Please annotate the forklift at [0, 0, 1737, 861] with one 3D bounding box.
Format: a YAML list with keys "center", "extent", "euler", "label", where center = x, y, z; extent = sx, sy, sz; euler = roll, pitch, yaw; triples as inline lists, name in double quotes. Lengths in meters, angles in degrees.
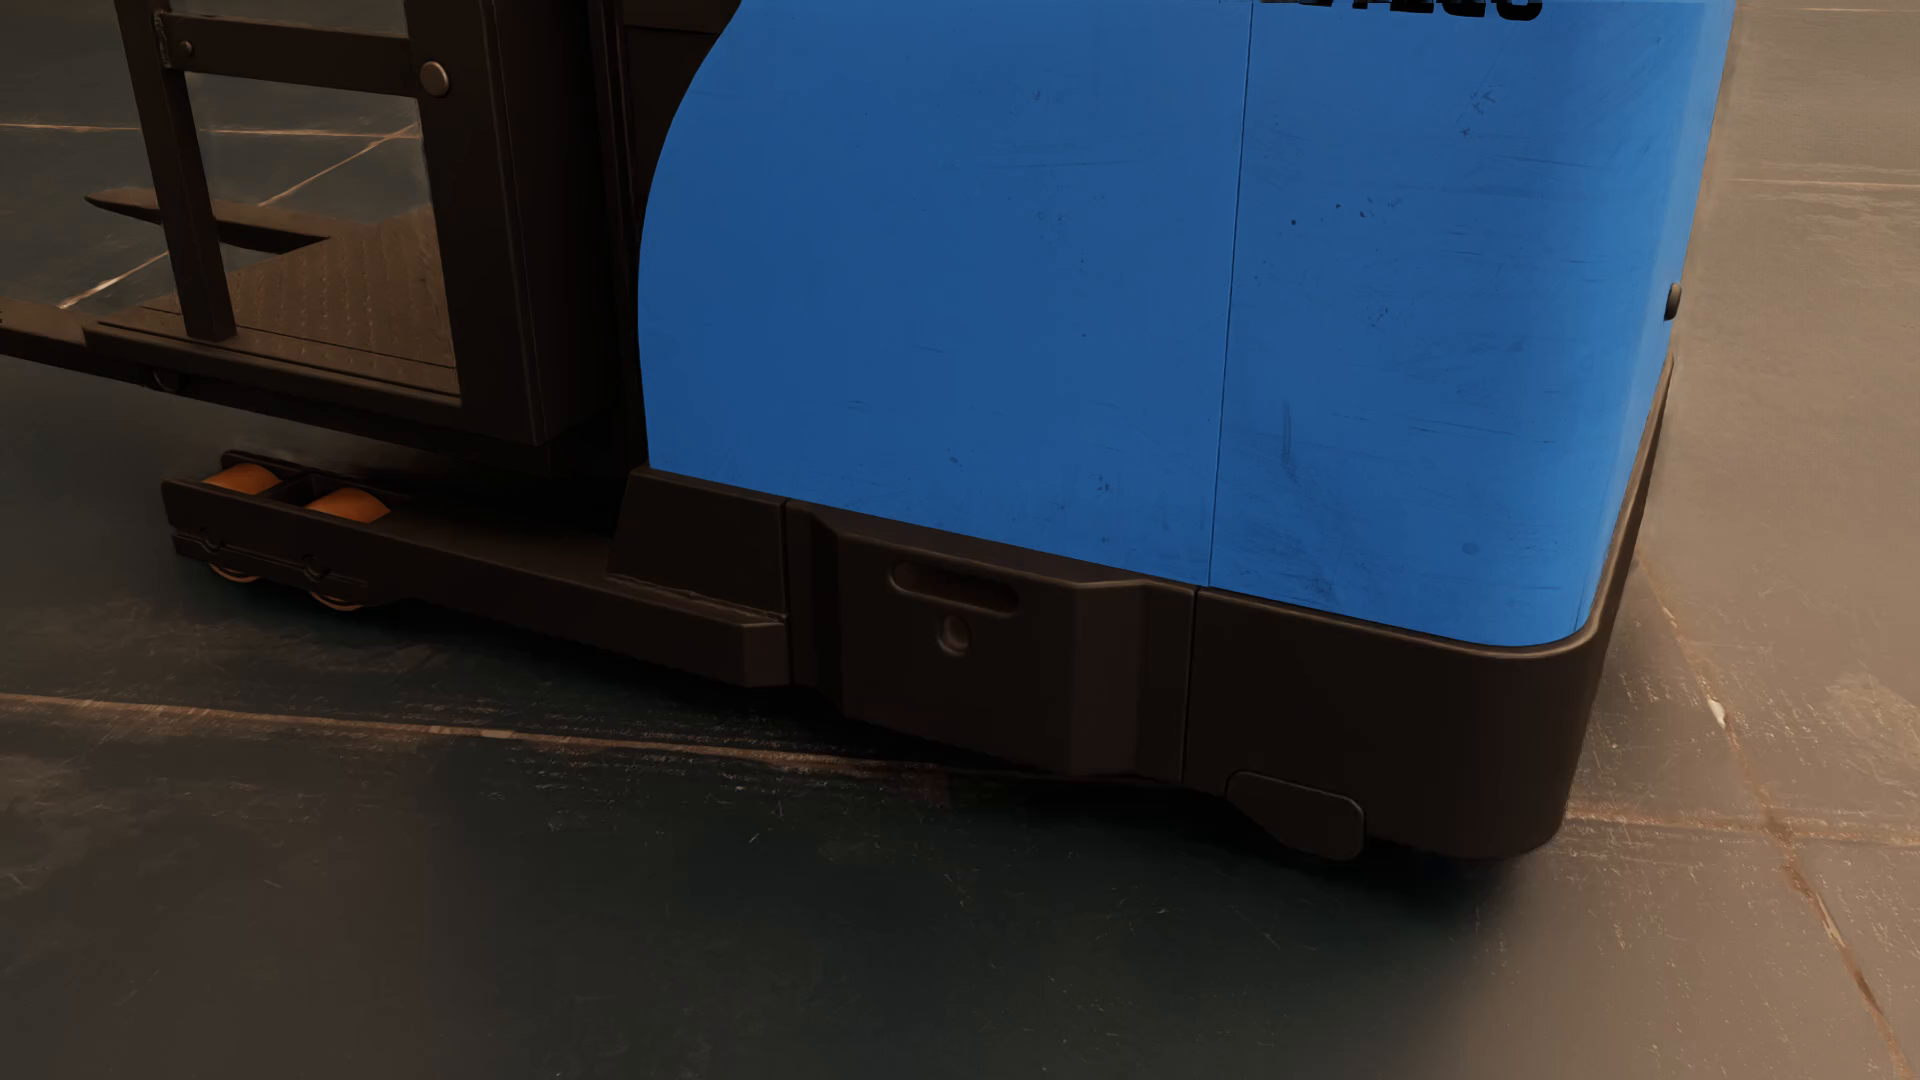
- center: [-0.554, -1.411, 2.045]
  extent: [3.031, 2.935, 1.130]
  euler: [12, 29, 23]
  label: "forklift"
